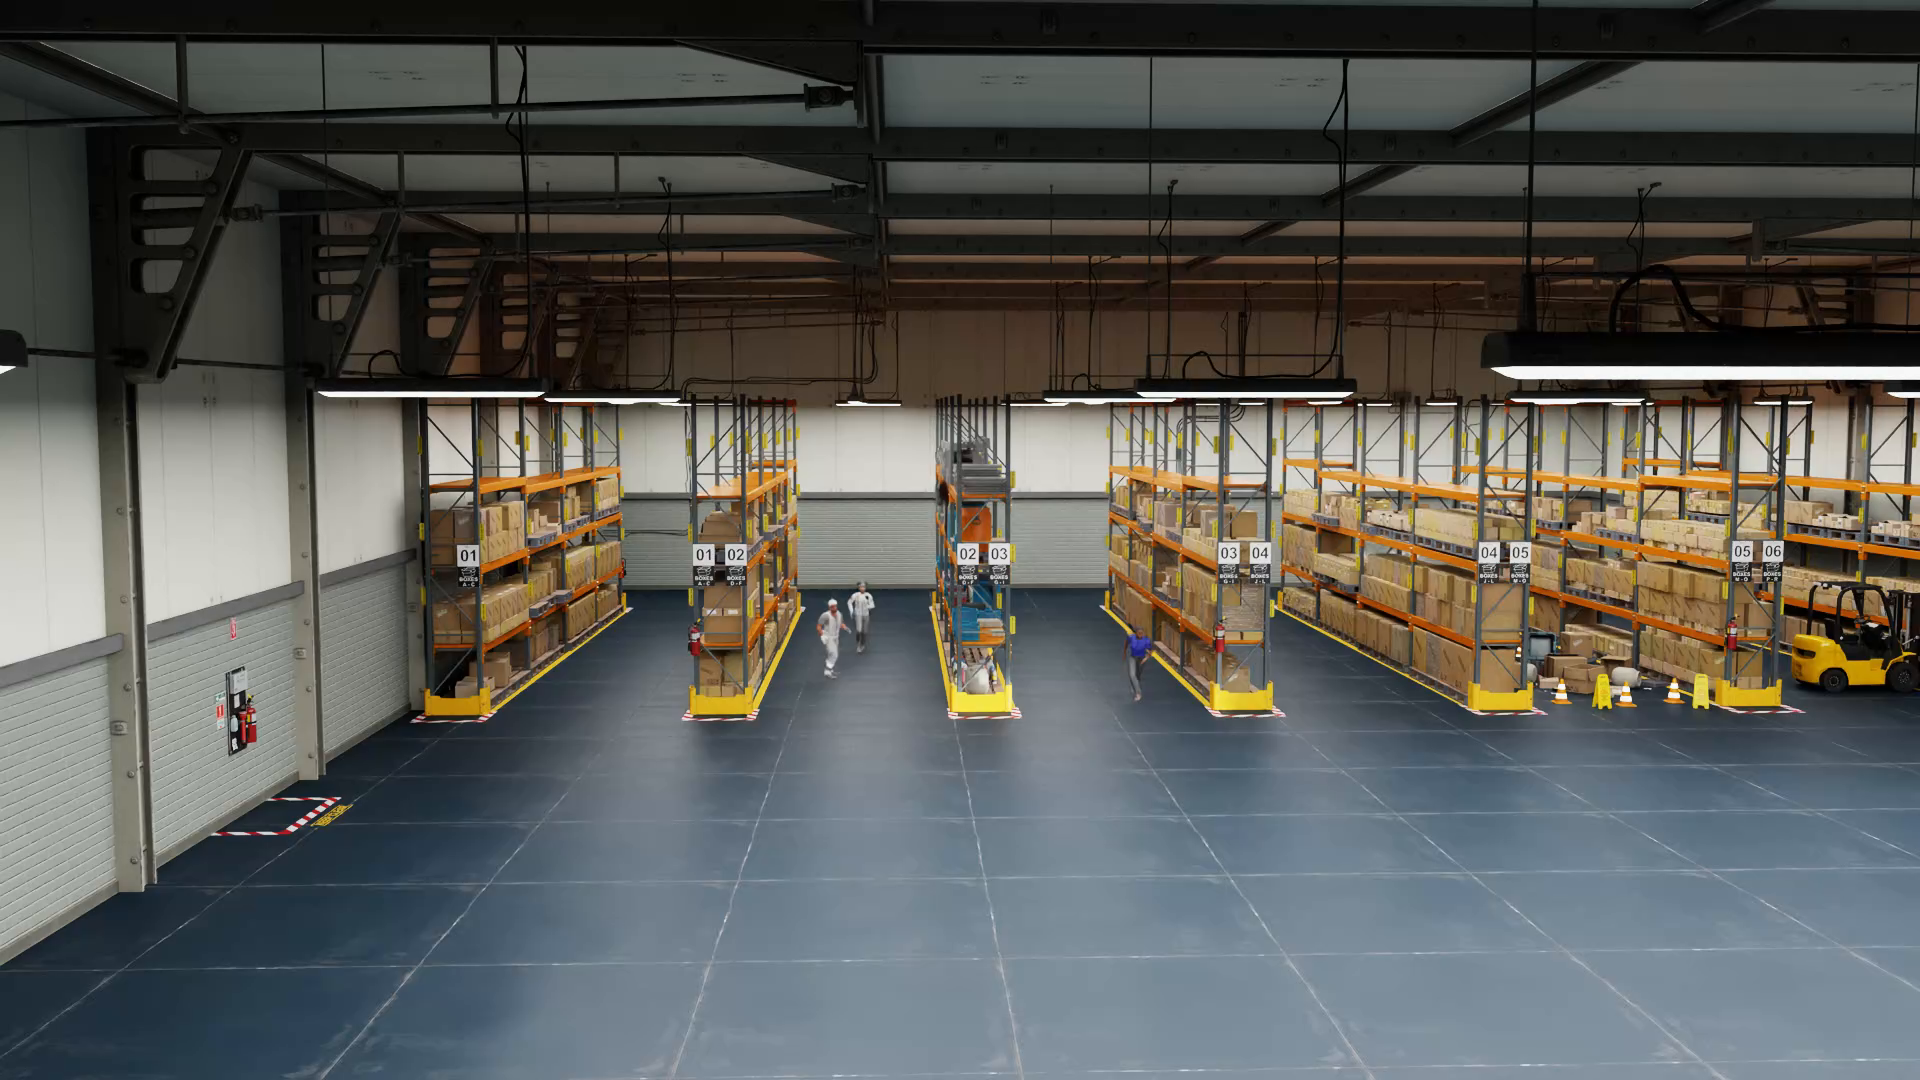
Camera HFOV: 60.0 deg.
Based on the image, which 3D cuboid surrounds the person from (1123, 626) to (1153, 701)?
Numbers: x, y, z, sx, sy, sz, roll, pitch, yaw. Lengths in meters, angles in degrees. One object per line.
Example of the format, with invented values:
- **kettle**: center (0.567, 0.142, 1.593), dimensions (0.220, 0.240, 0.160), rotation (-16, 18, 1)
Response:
- **person**: center (3.512, 2.374, 32.856), dimensions (0.594, 1.480, 1.036), rotation (0, 5, 6)

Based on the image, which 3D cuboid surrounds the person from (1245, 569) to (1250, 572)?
- **person**: center (8.028, 1.194, 46.540), dimensions (0.656, 1.752, 0.793), rotation (0, 4, 2)

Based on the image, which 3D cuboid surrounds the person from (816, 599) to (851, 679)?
- **person**: center (-2.682, 2.096, 35.414), dimensions (0.790, 1.720, 0.681), rotation (3, 5, 32)

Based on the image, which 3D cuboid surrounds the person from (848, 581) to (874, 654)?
- **person**: center (-2.302, 1.813, 39.000), dimensions (0.588, 1.718, 0.685), rotation (-1, 5, -13)
